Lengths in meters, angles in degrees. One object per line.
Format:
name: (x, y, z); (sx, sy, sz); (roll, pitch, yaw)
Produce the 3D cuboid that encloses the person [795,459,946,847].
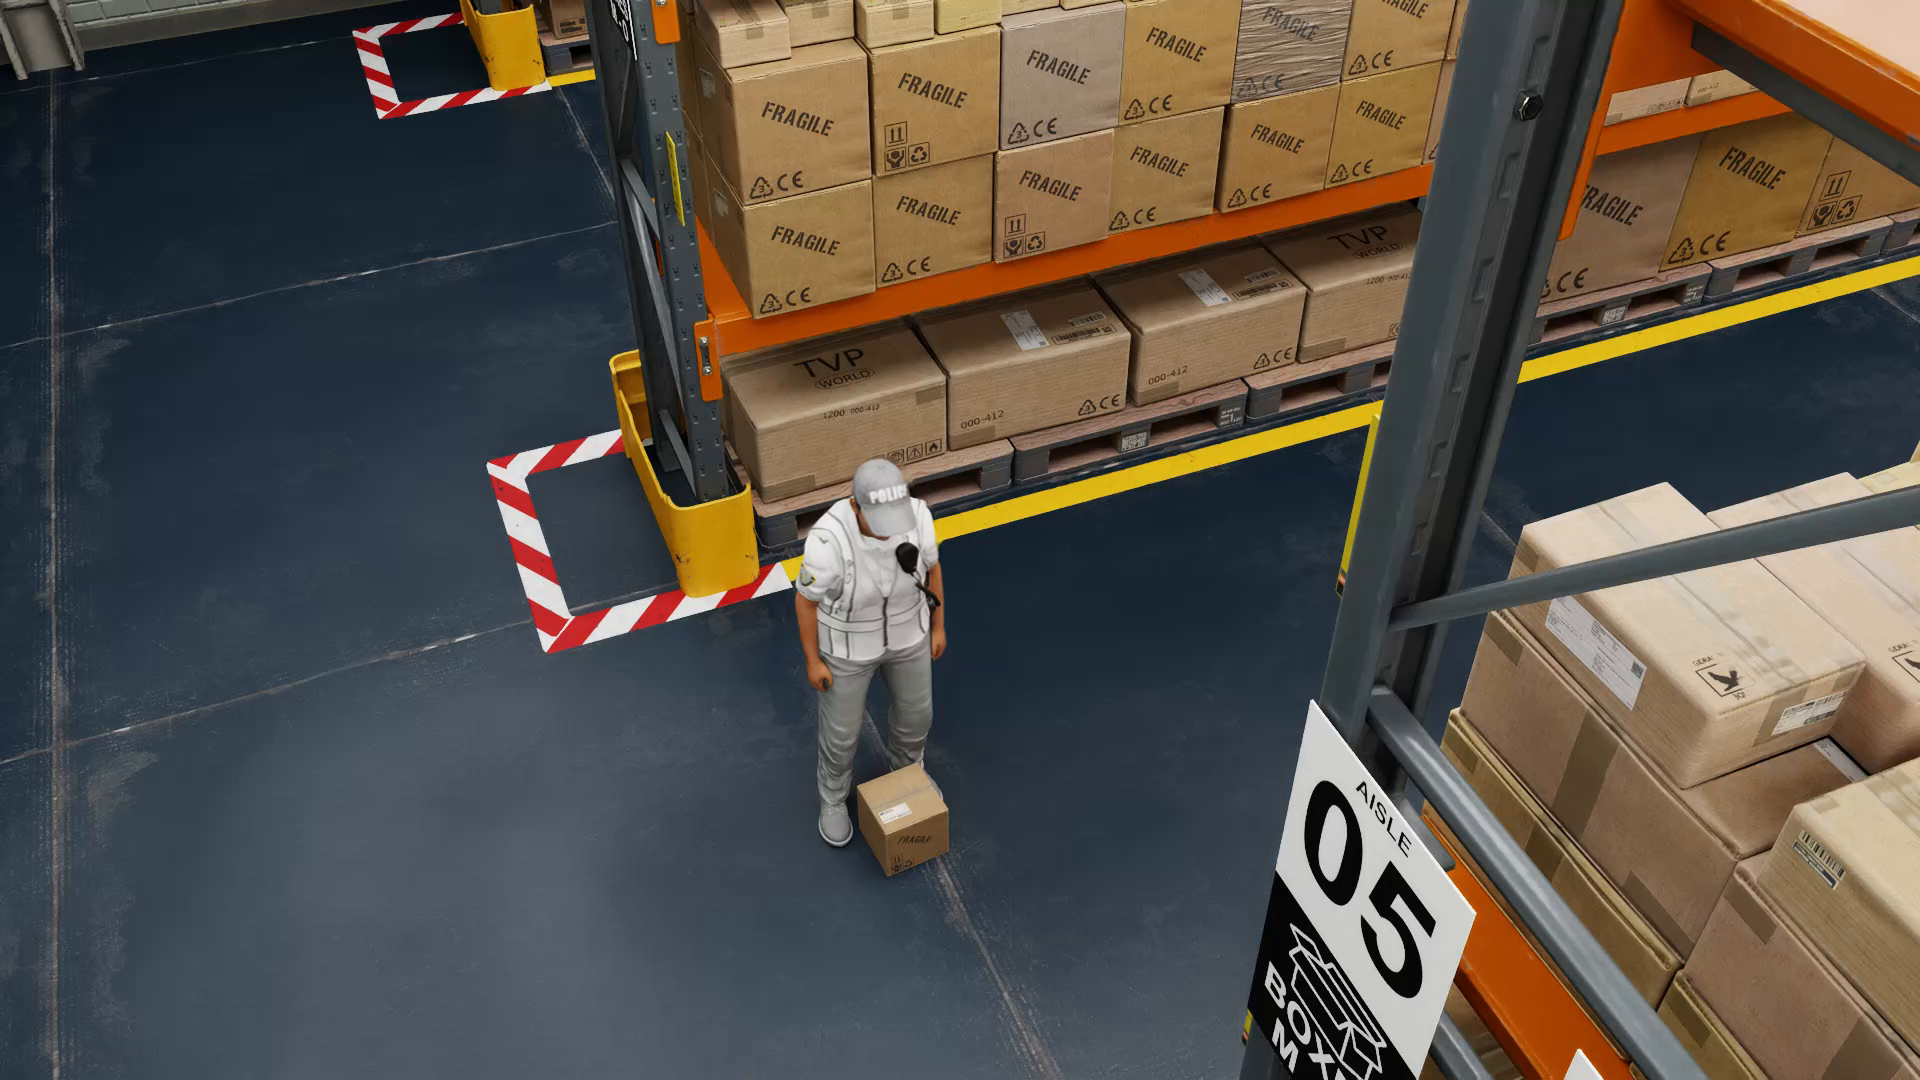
person: (-0.298, 0.362, 5.752); (0.542, 1.666, 0.469); (-16, 44, -17)
